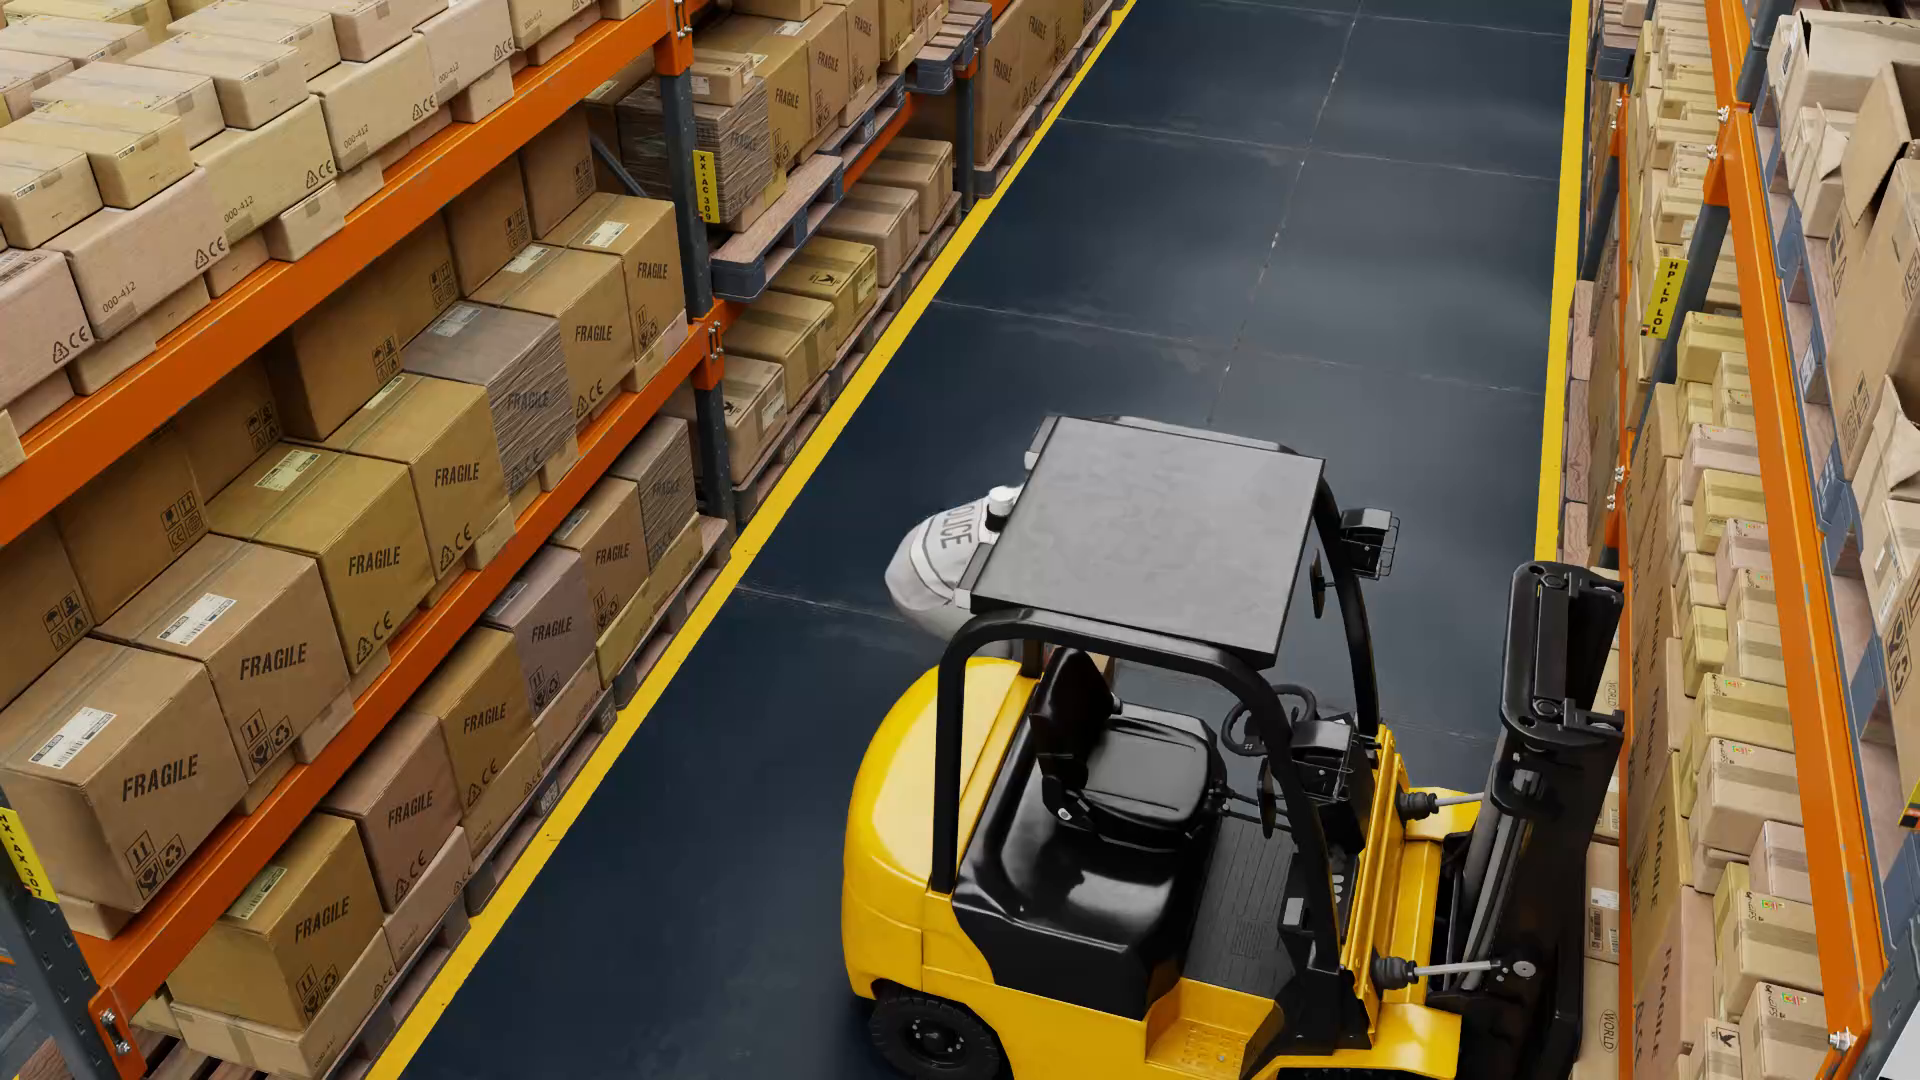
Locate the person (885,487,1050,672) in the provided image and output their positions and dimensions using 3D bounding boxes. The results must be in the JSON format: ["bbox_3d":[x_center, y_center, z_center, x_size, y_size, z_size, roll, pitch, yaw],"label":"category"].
[{"bbox_3d":[0.161,0.202,7.165,0.928,1.099,0.578,11,38,14],"label":"person"}]
